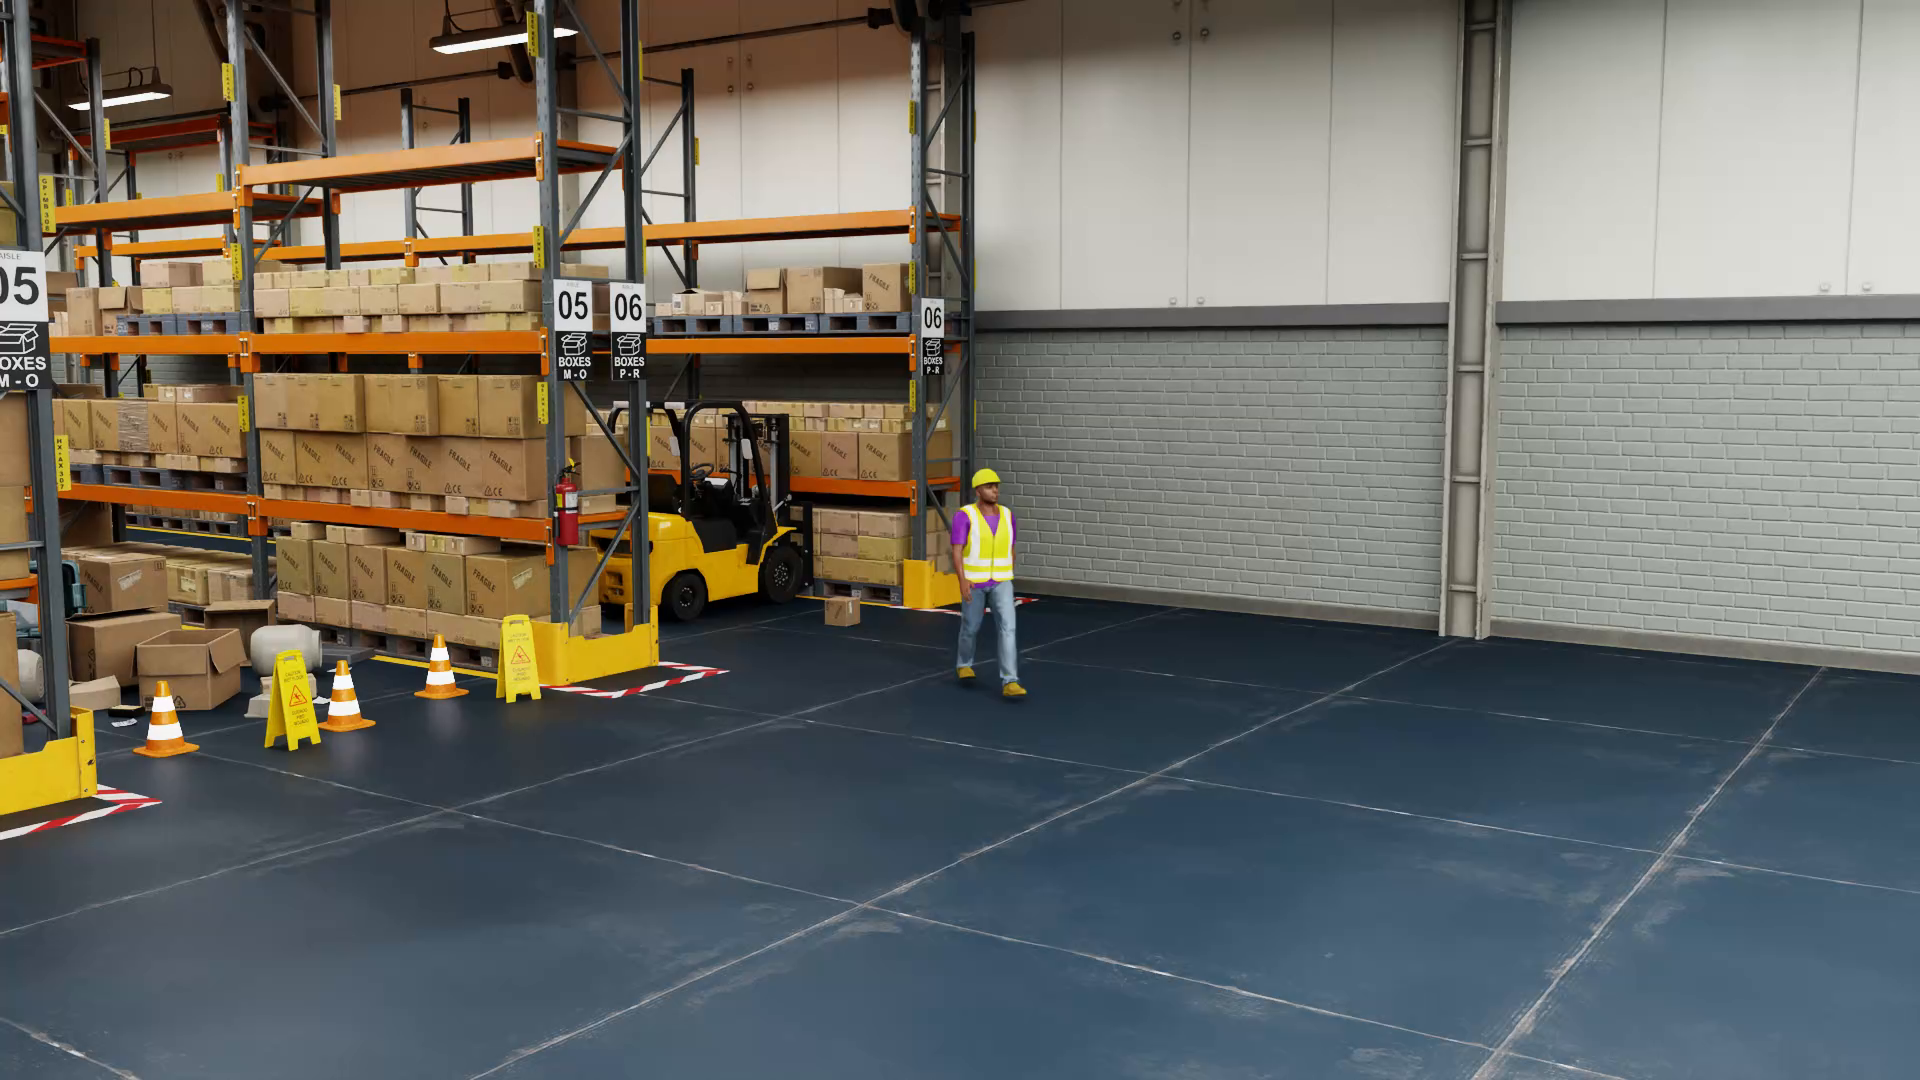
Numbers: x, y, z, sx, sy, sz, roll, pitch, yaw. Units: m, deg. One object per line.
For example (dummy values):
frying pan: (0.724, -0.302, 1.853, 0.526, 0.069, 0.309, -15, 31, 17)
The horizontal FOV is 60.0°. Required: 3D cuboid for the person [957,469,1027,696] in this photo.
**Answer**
person: (0.217, 0.316, 12.795, 0.436, 1.720, 1.026, -2, 6, -15)
